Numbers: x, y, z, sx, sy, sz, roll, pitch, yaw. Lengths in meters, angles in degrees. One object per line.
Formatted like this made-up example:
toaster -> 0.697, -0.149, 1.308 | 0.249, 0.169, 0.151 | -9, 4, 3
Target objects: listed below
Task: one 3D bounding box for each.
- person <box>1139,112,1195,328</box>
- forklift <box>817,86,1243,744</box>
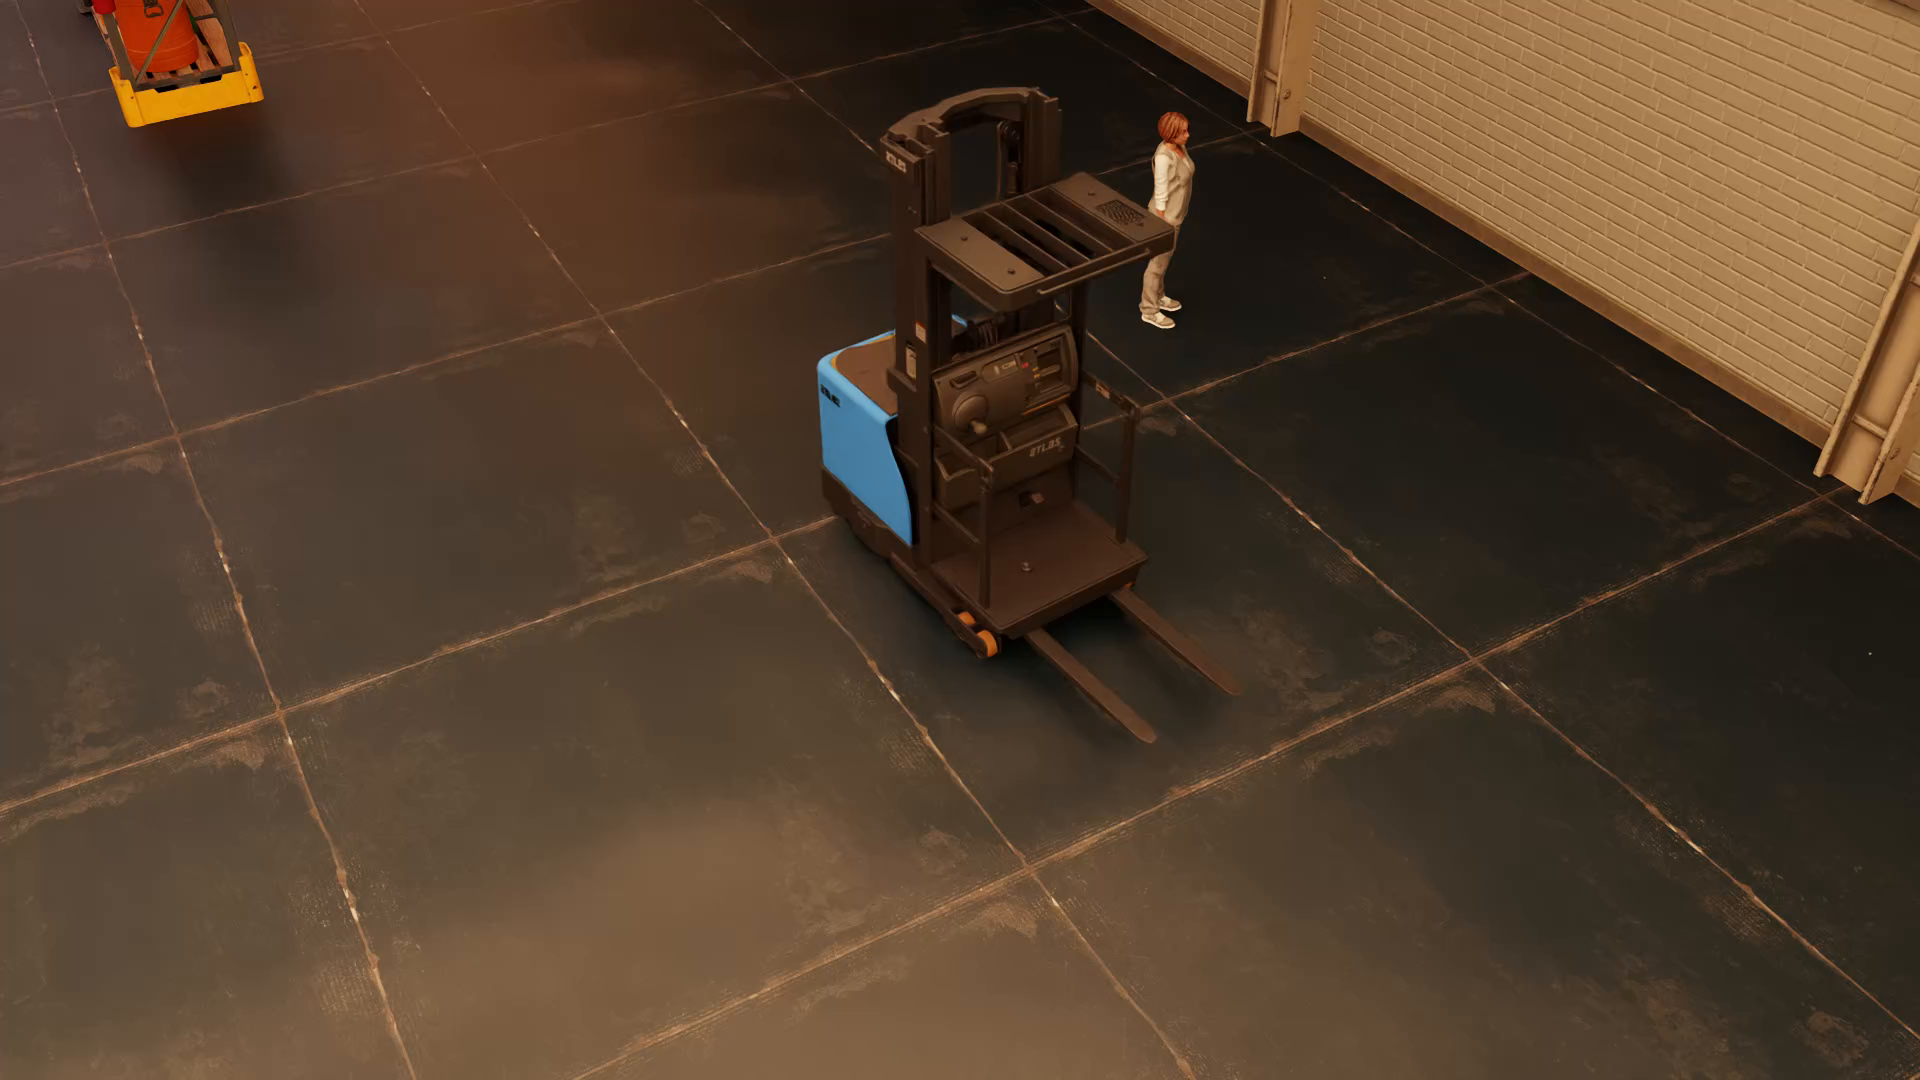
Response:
person -> 1.481, -2.298, 11.850 | 0.314, 1.604, 0.411 | 13, 41, 15
forklift -> 0.385, -0.802, 9.003 | 1.130, 2.935, 3.031 | -24, 45, -26
